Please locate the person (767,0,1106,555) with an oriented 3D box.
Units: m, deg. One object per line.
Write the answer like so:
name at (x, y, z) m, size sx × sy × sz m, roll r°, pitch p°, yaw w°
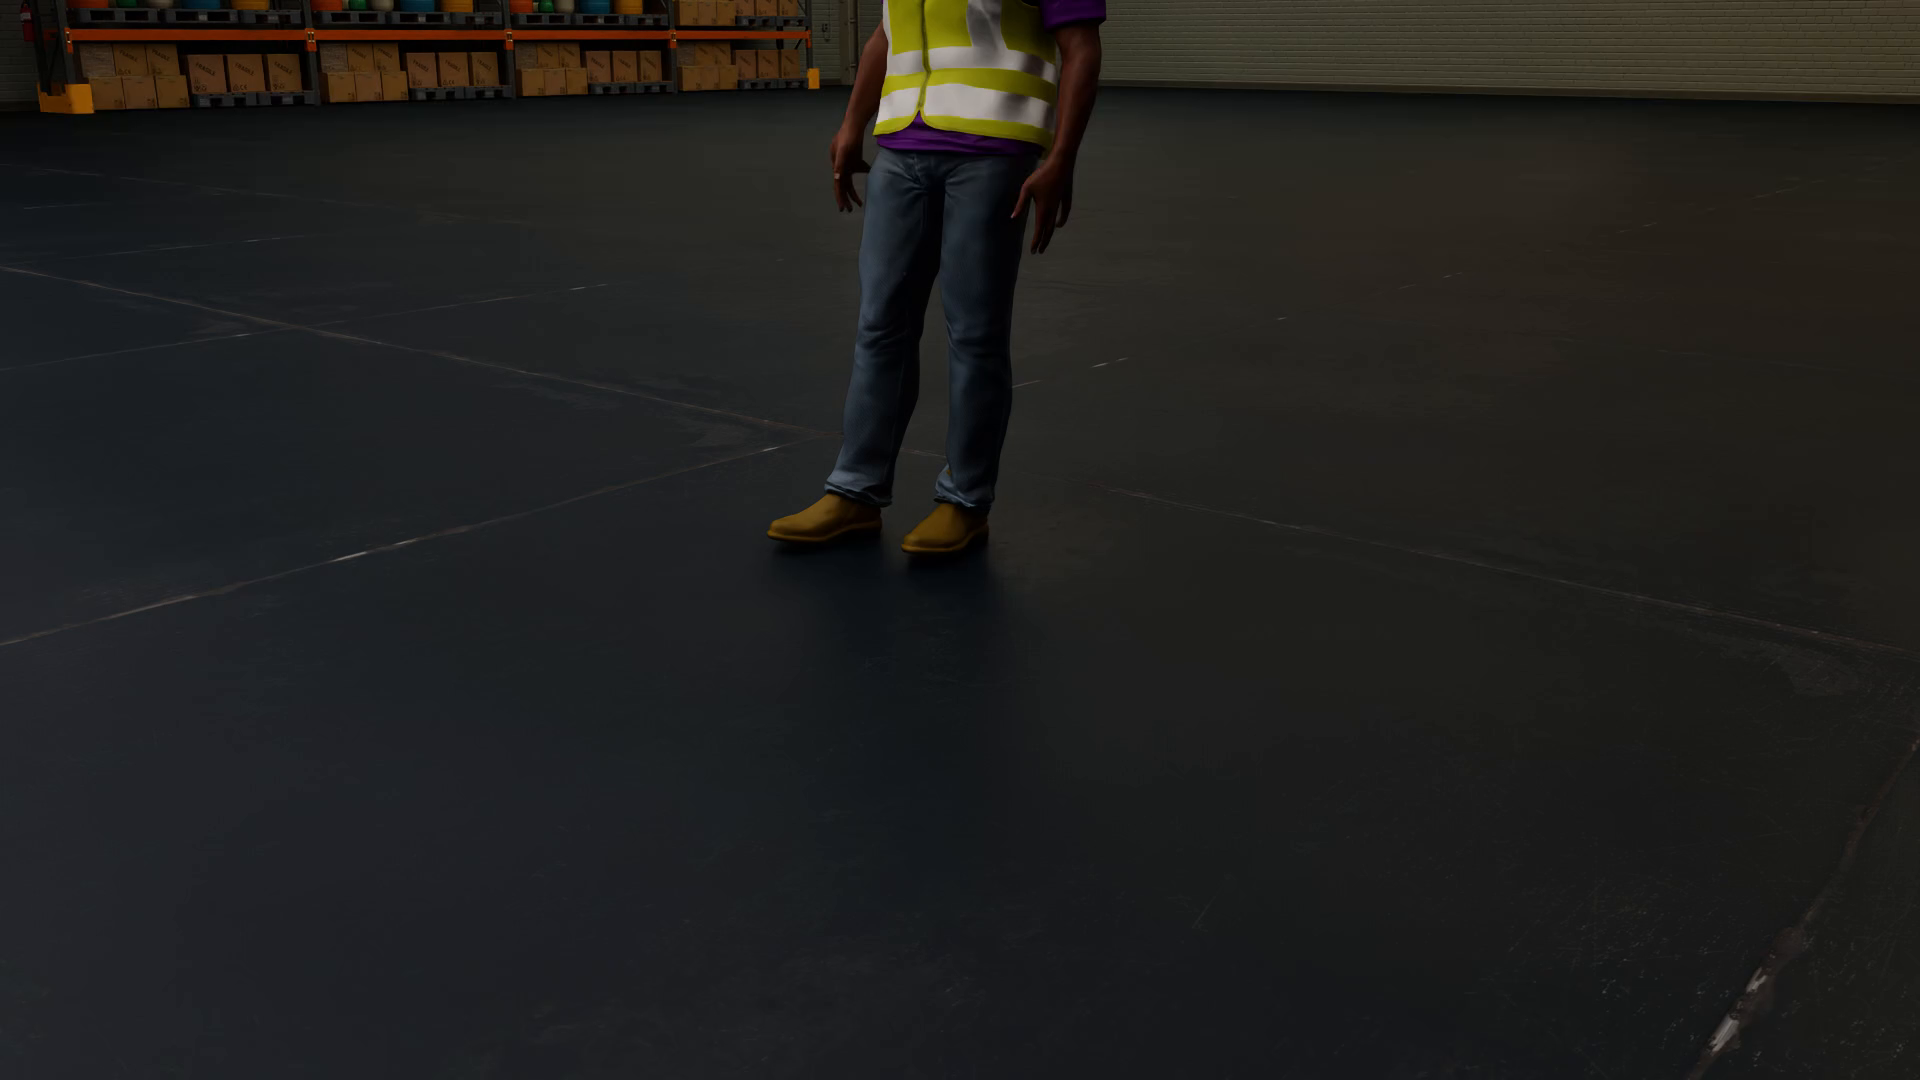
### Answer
person at (-0.049, -0.838, 3.636) m, size 0.665 × 1.765 × 0.577 m, roll 13°, pitch 21°, yaw 37°
